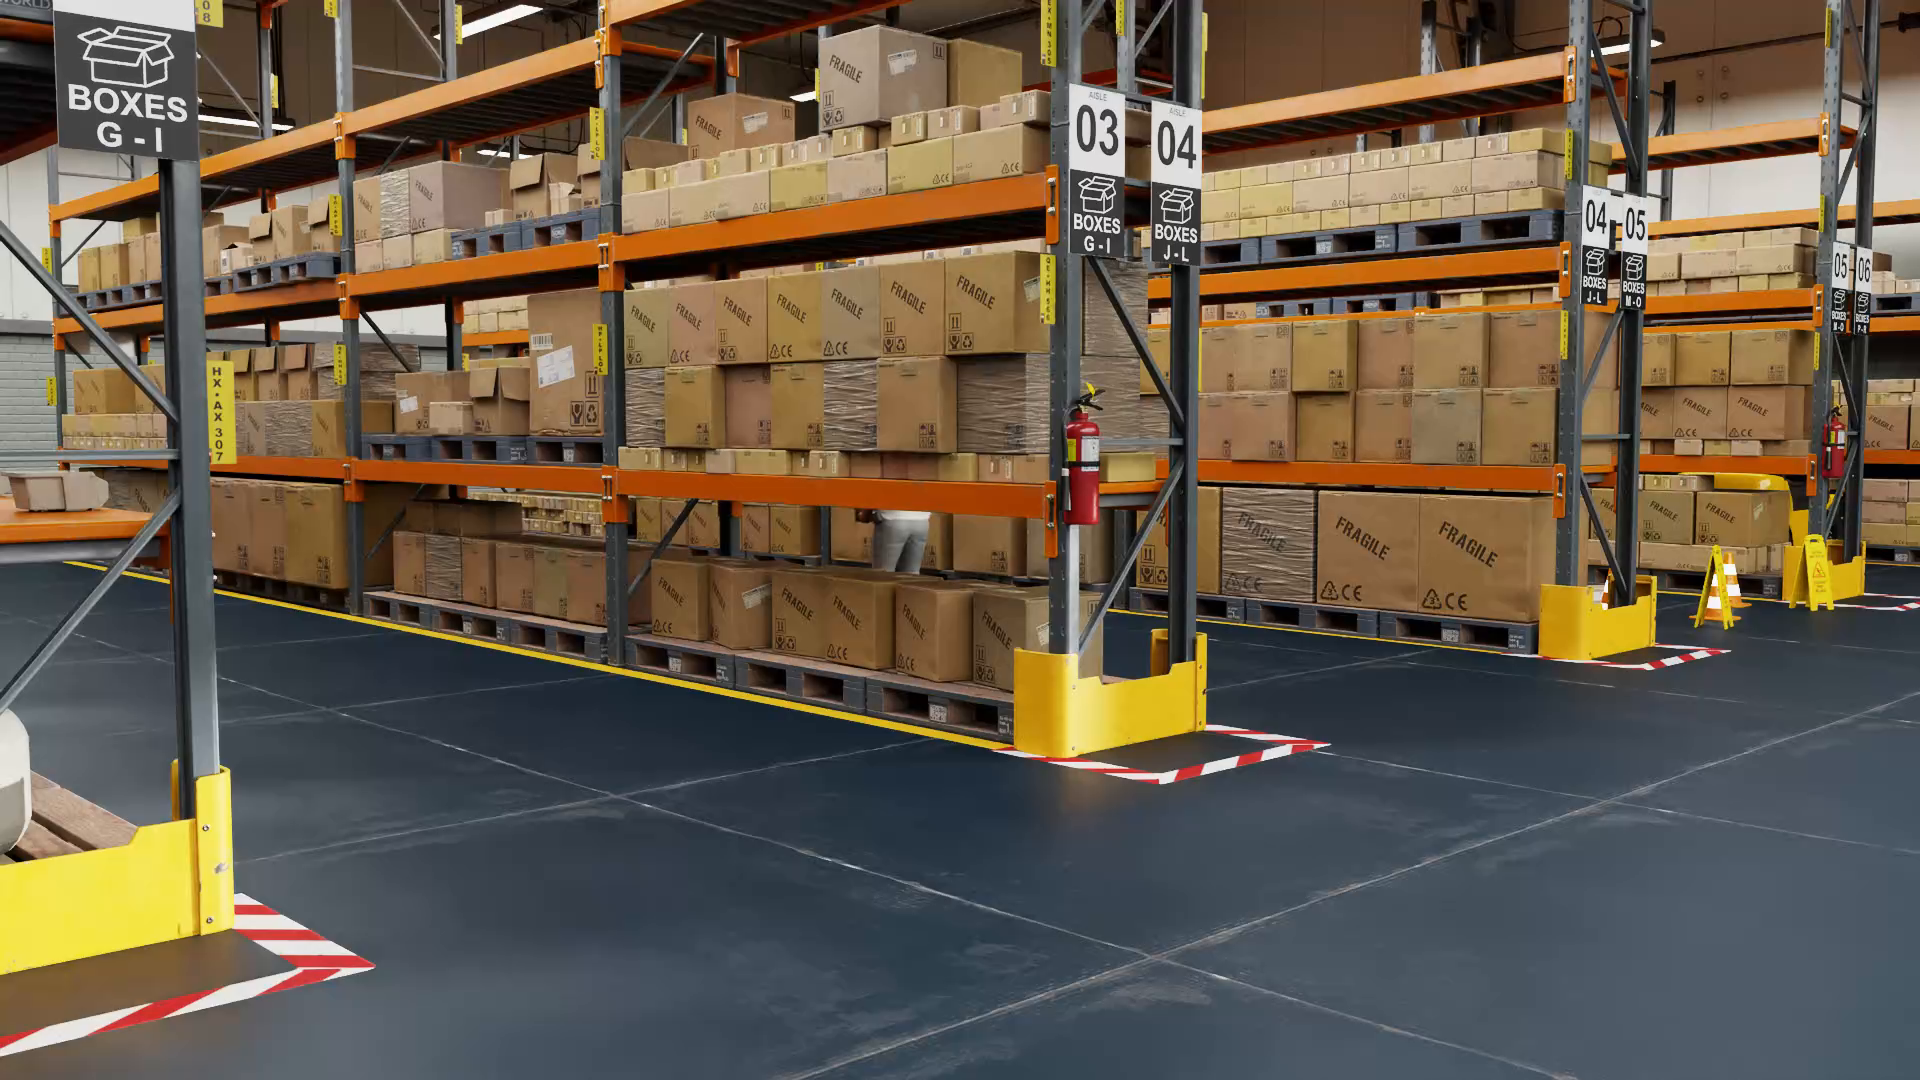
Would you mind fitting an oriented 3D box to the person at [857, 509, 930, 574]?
[{"bbox_3d":[-0.504,-0.100,12.514,0.452,1.654,0.535,-4,6,-43],"label":"person"}]
